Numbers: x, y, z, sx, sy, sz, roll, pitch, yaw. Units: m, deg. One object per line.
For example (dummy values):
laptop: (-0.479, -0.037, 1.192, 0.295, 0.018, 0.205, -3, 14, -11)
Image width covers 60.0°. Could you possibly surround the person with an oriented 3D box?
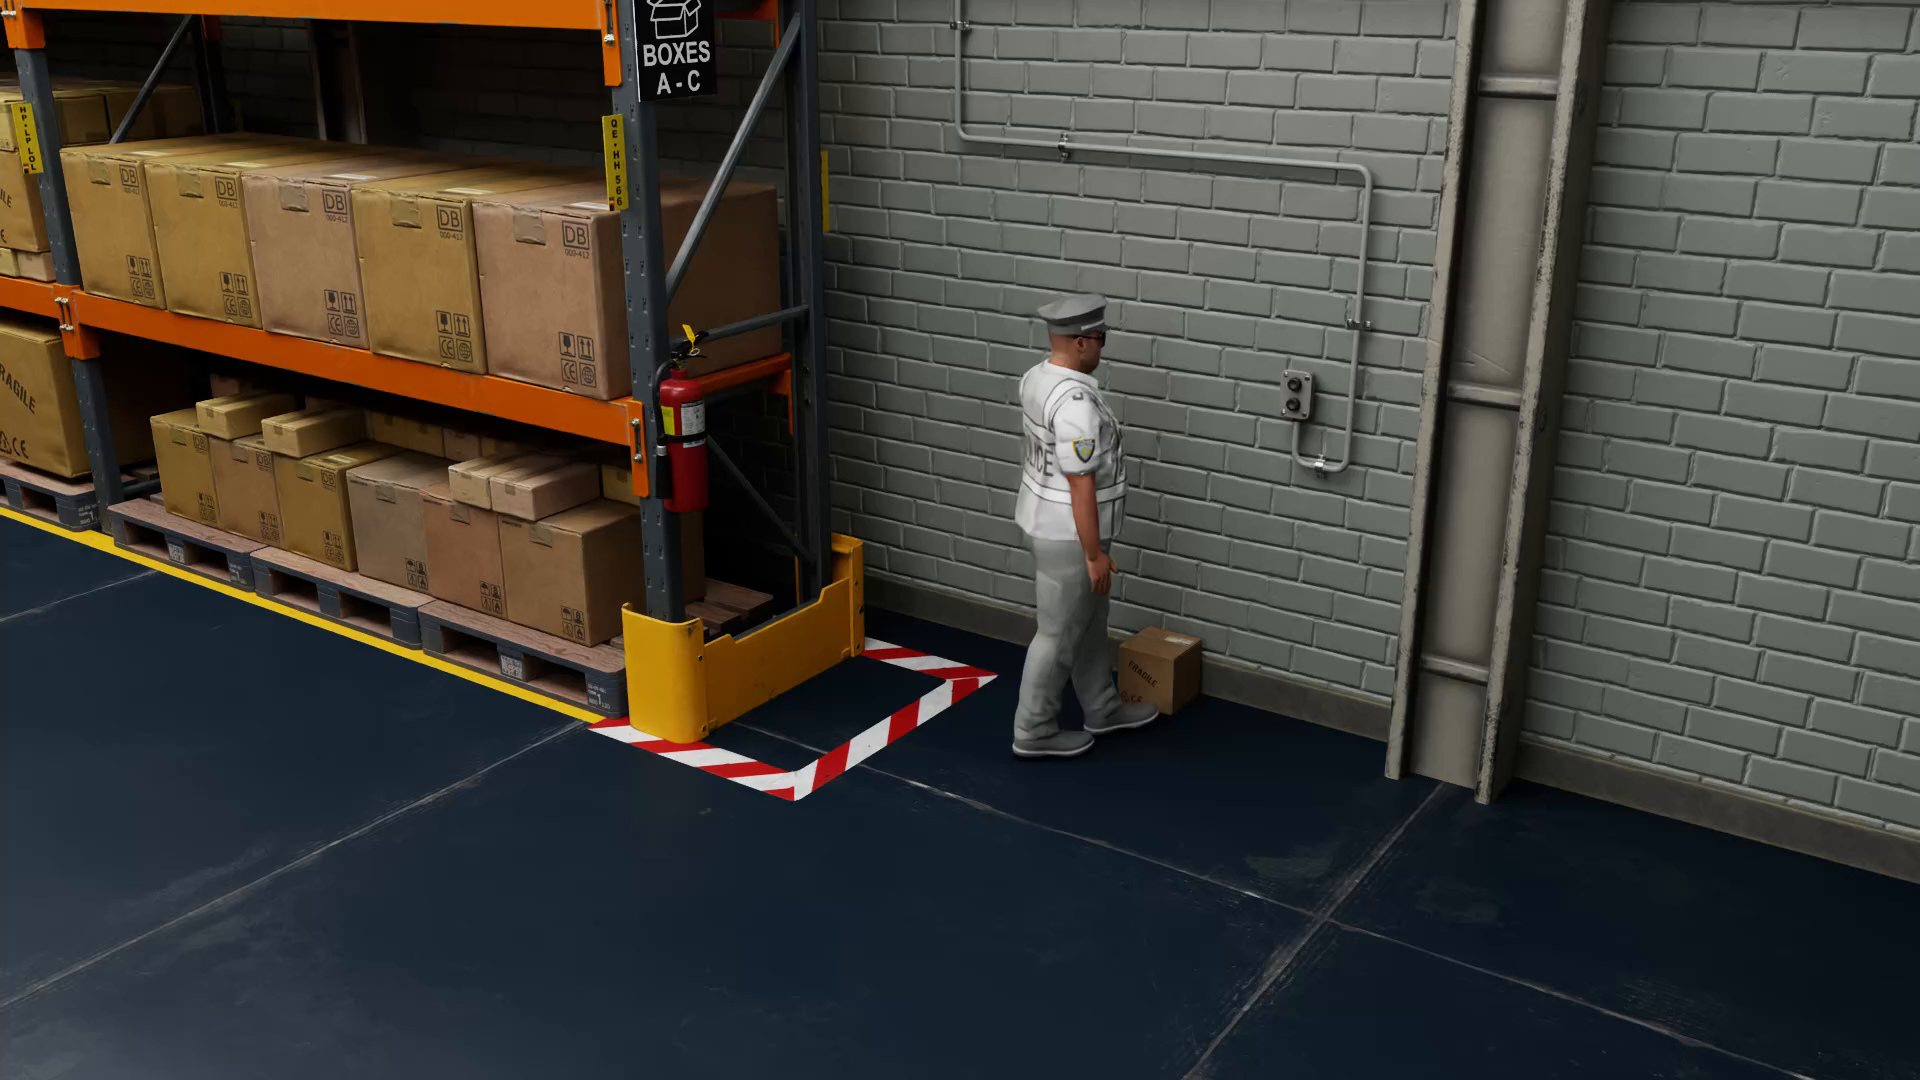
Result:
person: (0.500, -0.045, 6.152, 0.642, 1.746, 0.535, -4, 20, -12)
